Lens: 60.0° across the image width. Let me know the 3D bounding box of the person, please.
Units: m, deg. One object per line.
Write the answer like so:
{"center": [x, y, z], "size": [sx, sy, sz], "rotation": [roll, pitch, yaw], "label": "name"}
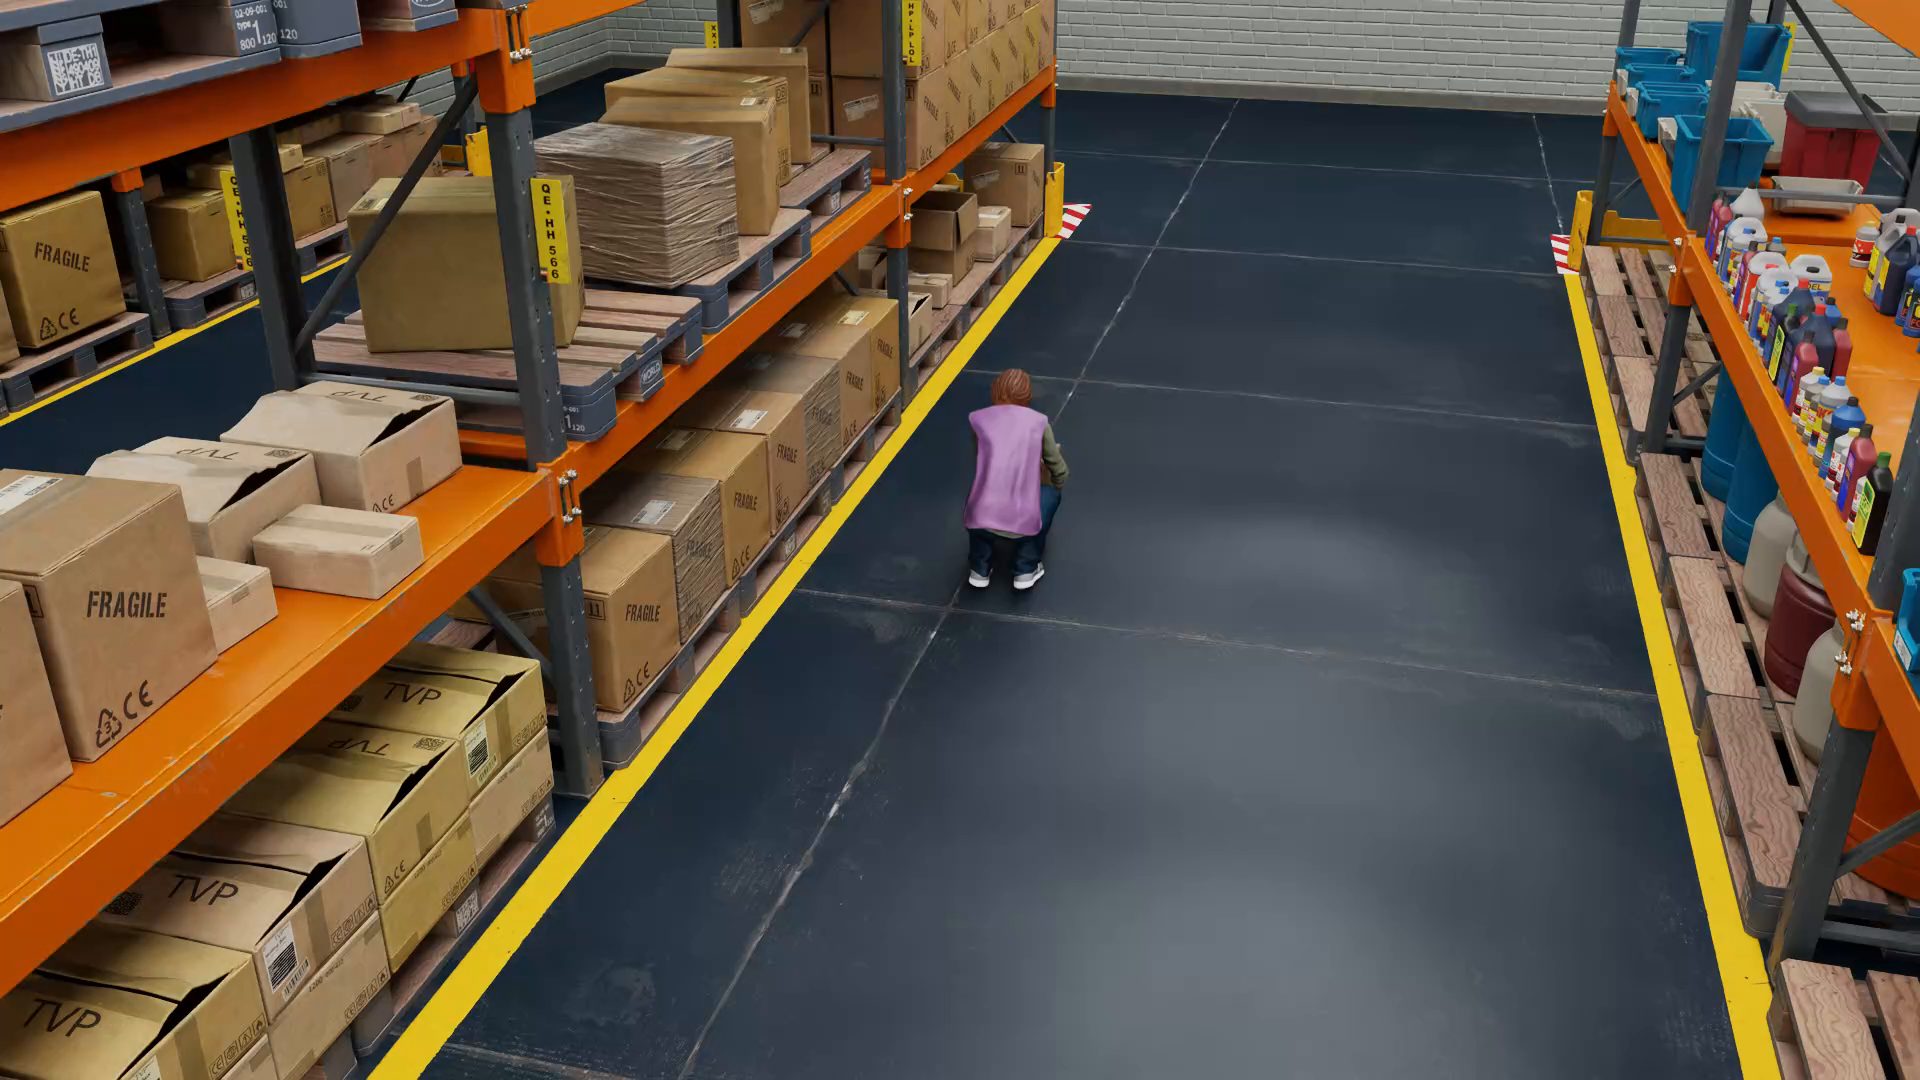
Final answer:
{"center": [0.240, -0.271, 7.504], "size": [0.448, 0.899, 0.810], "rotation": [6, 26, 13], "label": "person"}
